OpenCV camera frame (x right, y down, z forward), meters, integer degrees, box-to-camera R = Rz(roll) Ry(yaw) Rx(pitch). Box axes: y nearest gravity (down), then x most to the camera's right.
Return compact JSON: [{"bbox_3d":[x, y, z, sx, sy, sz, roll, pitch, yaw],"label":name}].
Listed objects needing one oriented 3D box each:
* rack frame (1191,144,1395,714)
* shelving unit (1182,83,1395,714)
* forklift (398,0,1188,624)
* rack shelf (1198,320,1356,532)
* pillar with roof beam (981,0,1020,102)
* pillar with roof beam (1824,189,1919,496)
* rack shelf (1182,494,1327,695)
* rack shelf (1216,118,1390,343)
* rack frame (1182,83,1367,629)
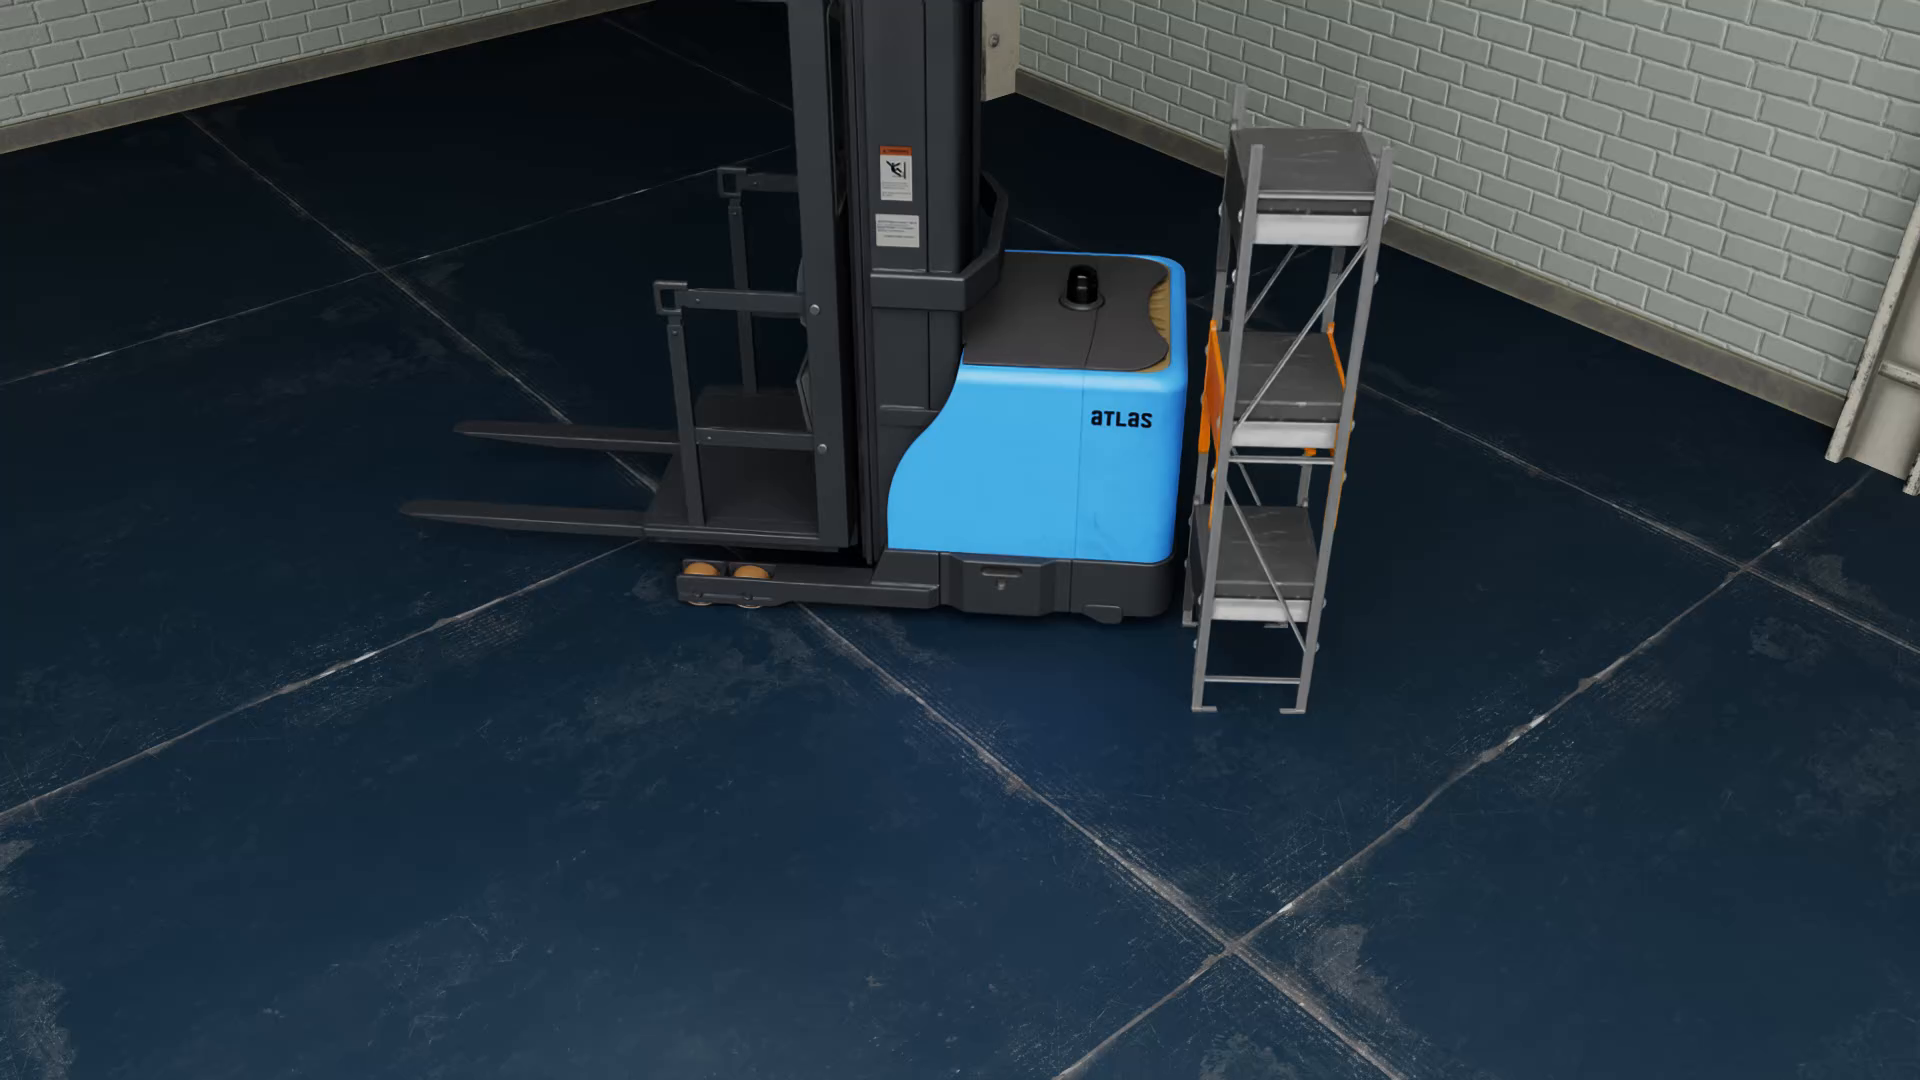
[{"bbox_3d":[1.021,-0.251,5.286,0.400,2.100,0.015,1,35,2],"label":"rack frame"},{"bbox_3d":[1.031,-0.391,5.485,0.431,2.100,0.503,1,35,2],"label":"shelving unit"},{"bbox_3d":[-0.666,-1.232,5.953,3.031,2.935,1.130,3,35,5],"label":"forklift"},{"bbox_3d":[1.031,-0.380,5.493,0.431,0.518,0.480,1,35,2],"label":"rack shelf"},{"bbox_3d":[-3.146,-5.045,6.087,9.100,9.000,0.400,-26,43,-32],"label":"pillar with roof beam"},{"bbox_3d":[0.726,-2.396,2.347,9.100,9.000,0.400,-26,43,-32],"label":"pillar with roof beam"},{"bbox_3d":[1.031,0.191,5.897,0.431,0.518,0.480,1,35,2],"label":"rack shelf"},{"bbox_3d":[1.031,-0.952,5.089,0.431,0.518,0.480,1,35,2],"label":"rack shelf"},{"bbox_3d":[1.041,-0.532,5.684,0.400,2.100,0.015,1,35,2],"label":"rack frame"}]
